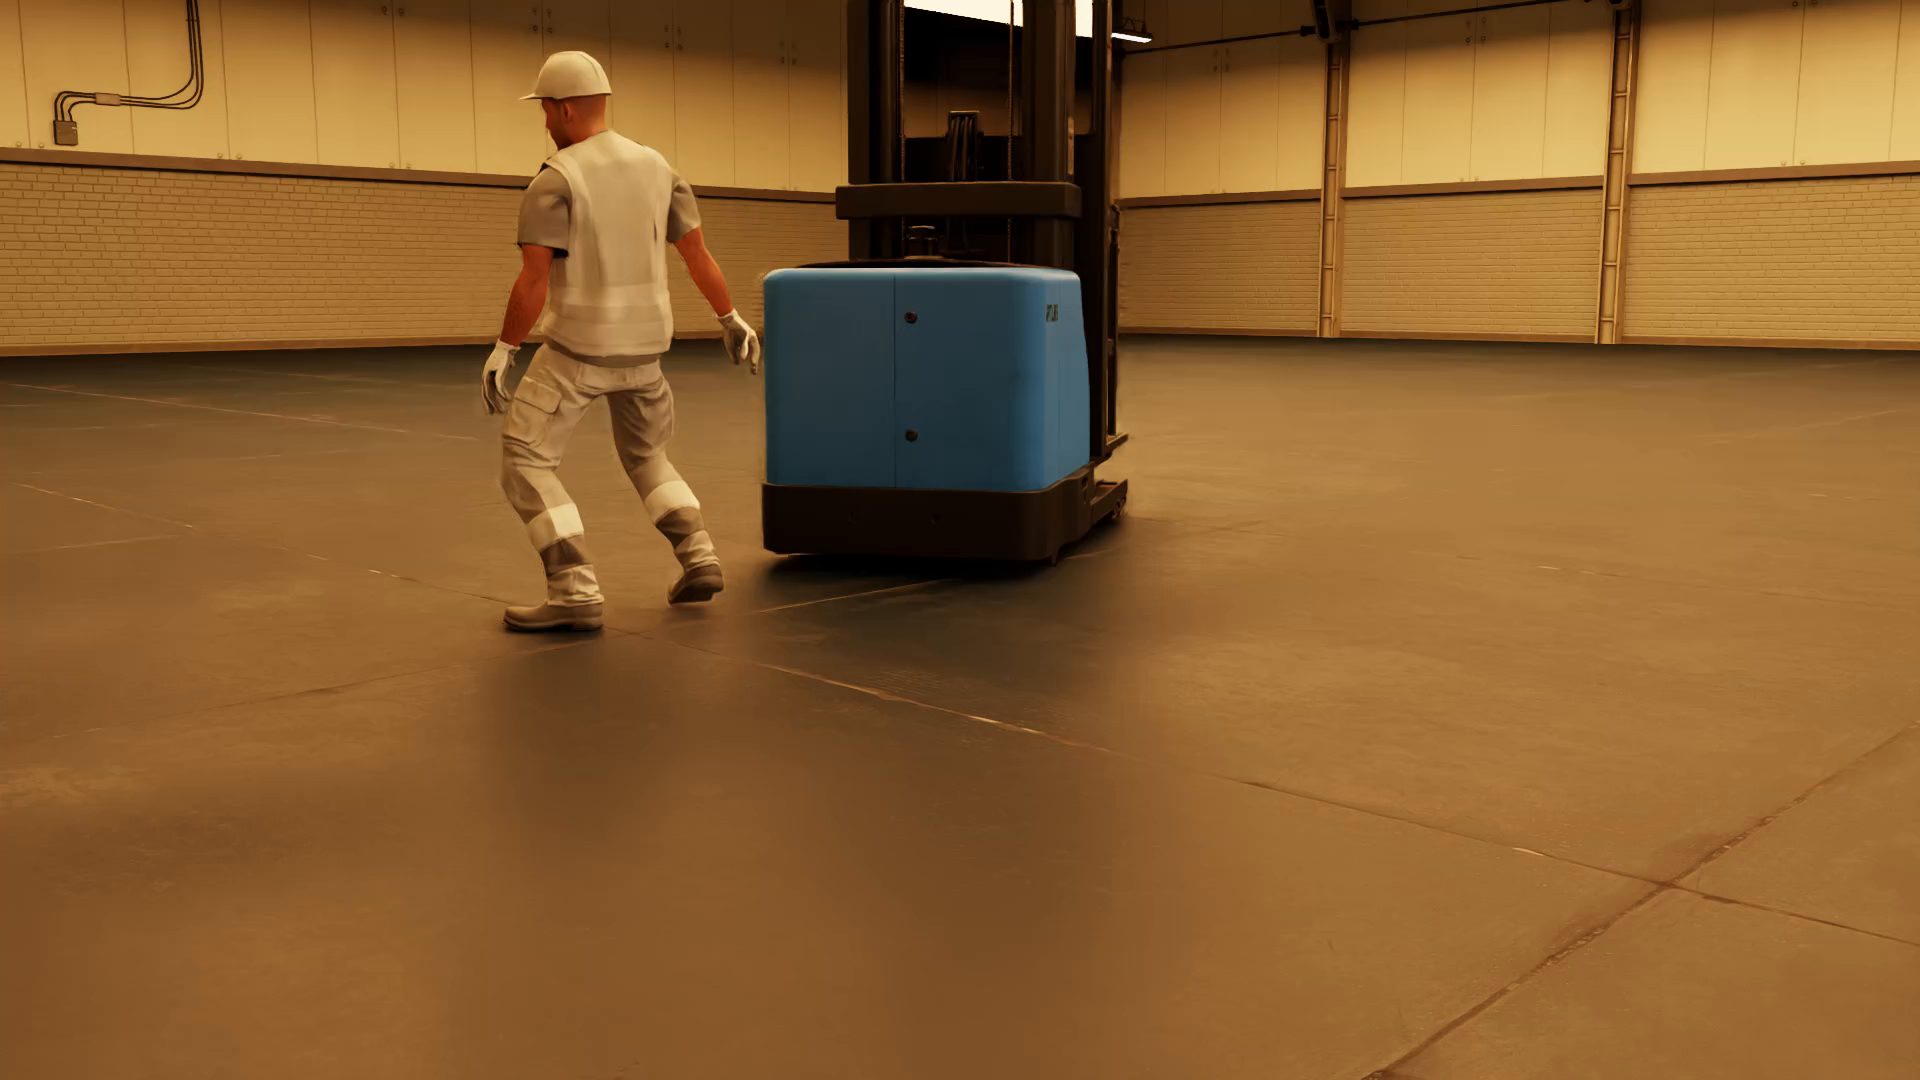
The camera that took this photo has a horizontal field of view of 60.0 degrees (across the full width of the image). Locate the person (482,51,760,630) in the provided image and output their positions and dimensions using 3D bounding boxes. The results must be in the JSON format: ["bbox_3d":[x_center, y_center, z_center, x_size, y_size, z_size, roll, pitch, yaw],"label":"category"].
[{"bbox_3d":[-1.024,-0.613,5.083,0.907,1.695,0.469,-8,12,-43],"label":"person"}]

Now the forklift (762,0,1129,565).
[{"bbox_3d":[0.131,-1.539,7.097,1.130,2.935,3.031,2,9,14],"label":"forklift"}]
